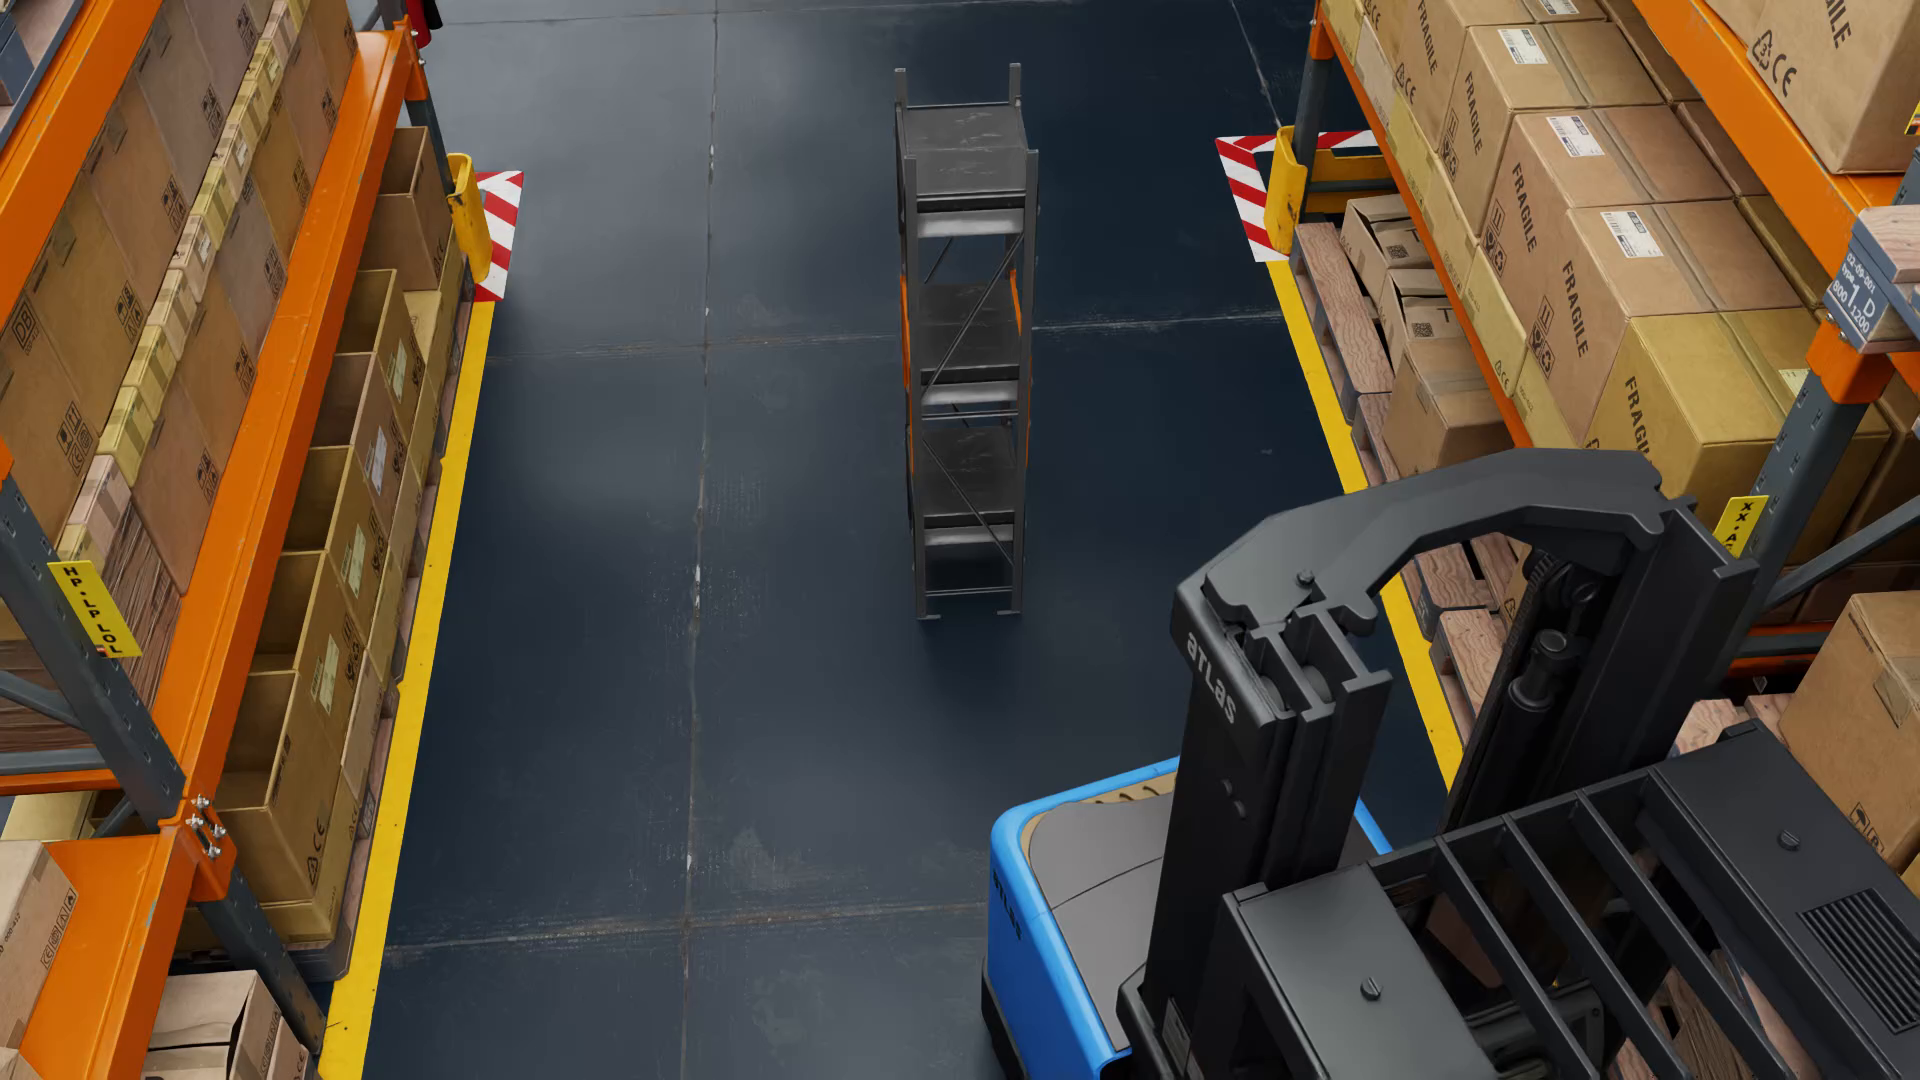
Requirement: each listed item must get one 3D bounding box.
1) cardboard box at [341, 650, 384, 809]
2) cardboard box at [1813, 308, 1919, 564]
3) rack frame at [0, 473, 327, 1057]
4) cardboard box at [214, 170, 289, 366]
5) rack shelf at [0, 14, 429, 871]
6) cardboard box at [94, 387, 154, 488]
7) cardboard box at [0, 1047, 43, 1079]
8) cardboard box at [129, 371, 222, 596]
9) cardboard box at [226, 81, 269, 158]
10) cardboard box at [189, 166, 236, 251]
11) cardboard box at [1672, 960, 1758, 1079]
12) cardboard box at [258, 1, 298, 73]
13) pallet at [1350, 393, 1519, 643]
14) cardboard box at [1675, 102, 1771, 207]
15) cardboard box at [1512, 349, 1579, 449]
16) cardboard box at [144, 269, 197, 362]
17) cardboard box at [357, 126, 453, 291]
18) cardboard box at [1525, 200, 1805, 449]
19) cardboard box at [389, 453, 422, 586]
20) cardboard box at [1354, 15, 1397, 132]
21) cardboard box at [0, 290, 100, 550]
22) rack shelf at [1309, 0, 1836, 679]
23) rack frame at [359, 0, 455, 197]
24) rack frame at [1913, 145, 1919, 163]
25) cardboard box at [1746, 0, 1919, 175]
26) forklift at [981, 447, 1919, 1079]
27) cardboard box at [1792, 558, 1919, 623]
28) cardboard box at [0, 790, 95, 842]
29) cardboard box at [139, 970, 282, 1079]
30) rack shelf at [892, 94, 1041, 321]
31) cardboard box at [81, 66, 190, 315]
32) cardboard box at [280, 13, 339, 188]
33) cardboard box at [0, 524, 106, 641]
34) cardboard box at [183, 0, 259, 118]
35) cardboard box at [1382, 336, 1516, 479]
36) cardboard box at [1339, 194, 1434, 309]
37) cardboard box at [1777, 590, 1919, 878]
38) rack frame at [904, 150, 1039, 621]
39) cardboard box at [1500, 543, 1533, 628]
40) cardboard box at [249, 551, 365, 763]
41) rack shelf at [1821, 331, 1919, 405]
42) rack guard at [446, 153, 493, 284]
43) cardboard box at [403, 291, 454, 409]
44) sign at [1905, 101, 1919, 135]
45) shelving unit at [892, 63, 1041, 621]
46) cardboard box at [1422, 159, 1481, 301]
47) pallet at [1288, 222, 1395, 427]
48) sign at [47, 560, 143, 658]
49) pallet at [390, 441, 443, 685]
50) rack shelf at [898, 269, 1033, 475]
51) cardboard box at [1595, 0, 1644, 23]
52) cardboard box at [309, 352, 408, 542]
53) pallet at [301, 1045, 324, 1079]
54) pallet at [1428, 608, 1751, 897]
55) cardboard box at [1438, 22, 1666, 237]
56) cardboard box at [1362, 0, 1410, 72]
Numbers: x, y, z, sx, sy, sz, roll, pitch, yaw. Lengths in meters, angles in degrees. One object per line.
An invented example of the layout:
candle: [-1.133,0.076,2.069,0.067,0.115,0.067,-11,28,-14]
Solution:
cardboard box: [-2.284,0.657,5.666,0.500,0.250,0.500,-3,47,-3]
cardboard box: [2.594,-0.297,4.539,0.500,0.500,0.500,-4,47,-4]
rack frame: [-2.511,0.572,4.142,1.000,3.000,0.127,-3,47,-3]
cardboard box: [-2.687,-0.898,5.465,0.700,0.500,0.500,-2,47,-2]
rack shelf: [-2.678,-0.627,5.774,1.077,0.370,4.000,-3,47,-3]
cardboard box: [-2.385,-0.260,4.414,0.380,0.149,0.250,-5,47,-4]
cardboard box: [-2.254,1.243,3.599,0.396,0.266,0.258,-5,47,-4]
cardboard box: [-2.605,-0.164,4.770,0.700,0.500,0.500,-4,47,-4]
cardboard box: [-2.514,-1.378,5.473,0.380,0.149,0.250,-2,47,-2]
cardboard box: [-2.473,-1.012,5.127,0.380,0.149,0.250,-4,47,-4]
cardboard box: [2.504,1.508,4.674,0.700,0.500,0.500,-2,47,-2]
cardboard box: [-2.560,-1.758,5.833,0.380,0.149,0.250,-3,47,-3]
pallet: [2.229,-0.141,6.738,1.003,0.211,1.213,-3,47,-3]
cardboard box: [2.518,-1.033,5.235,0.500,0.500,0.500,-2,47,-2]
cardboard box: [2.050,-0.372,5.126,0.500,0.250,0.500,-3,47,-3]
cardboard box: [-2.427,-0.630,4.765,0.380,0.149,0.250,-5,47,-5]
cardboard box: [-2.504,-1.409,7.106,0.500,0.500,0.500,-3,47,-3]
cardboard box: [2.030,-0.629,4.852,0.500,0.500,0.500,-4,47,-4]
cardboard box: [-2.369,-0.066,6.351,0.500,0.250,0.500,-3,47,-3]
cardboard box: [1.873,-1.834,6.510,0.500,0.250,0.500,-5,47,-5]
cardboard box: [-2.554,-0.229,3.938,0.700,0.500,0.500,-3,47,-3]
rack shelf: [2.258,-0.931,6.061,1.077,0.370,4.000,-3,47,-3]
rack frame: [-2.846,-2.322,6.883,1.000,3.000,0.127,-3,47,-3]
rack frame: [2.425,-1.794,2.252,1.000,3.000,0.127,-3,47,-3]
cardboard box: [2.137,-1.156,3.631,0.500,0.500,0.500,-2,47,-2]
forklift: [1.049,1.370,3.434,1.130,2.935,3.031,-15,48,-14]
cardboard box: [2.600,-0.040,4.811,0.500,0.250,0.500,-3,47,-3]
cardboard box: [-2.767,1.051,5.293,0.500,0.250,0.500,-3,47,-3]
cardboard box: [-2.191,1.456,4.523,0.500,0.311,0.500,-3,47,-3]
rack shelf: [0.014,-1.074,5.376,0.431,0.518,0.480,-3,47,-3]
cardboard box: [-2.639,-0.957,4.628,0.700,0.500,0.500,-4,47,-3]
cardboard box: [-2.770,-1.638,6.166,0.700,0.500,0.500,-2,47,-2]
cardboard box: [-2.340,0.109,4.066,0.380,0.149,0.250,-4,47,-3]
cardboard box: [-2.722,-1.681,5.313,0.700,0.500,0.500,-3,47,-3]
cardboard box: [2.118,-0.465,6.543,0.700,0.500,0.500,-6,47,-6]
cardboard box: [2.059,-1.346,7.508,0.500,0.311,0.500,-8,47,-8]
cardboard box: [2.434,0.453,3.883,0.700,0.500,0.500,-3,47,-3]
rack frame: [0.034,-0.426,5.707,0.400,2.100,0.015,-3,47,-3]
cardboard box: [2.299,0.228,5.886,0.500,0.500,0.500,-7,47,-6]
cardboard box: [-2.287,0.400,5.394,0.500,0.500,0.500,-3,47,-3]
rack shelf: [2.593,0.931,2.231,1.077,0.370,4.000,-3,47,-3]
rack guard: [-2.848,-1.480,7.807,1.175,0.500,0.348,-3,47,-3]
cardboard box: [-2.452,-0.790,7.036,0.500,0.250,0.500,-3,47,-3]
sign: [1.885,-0.902,3.116,0.100,0.325,0.005,-3,47,-3]
shelving unit: [0.014,-0.602,5.874,0.431,2.100,0.503,-3,47,-3]
cardboard box: [1.949,-1.099,5.814,0.500,0.250,0.500,-3,47,-3]
pallet: [2.130,-1.022,7.572,1.003,0.211,1.213,-3,47,-3]
sign: [-1.971,0.161,3.788,0.100,0.325,0.005,-3,47,-3]
pallet: [-2.641,0.068,6.540,1.003,0.211,1.213,-3,47,-3]
rack shelf: [0.014,-0.593,5.884,0.431,0.518,0.480,-3,47,-3]
cardboard box: [2.422,-1.772,5.935,0.500,0.500,0.500,-5,47,-4]
cardboard box: [-2.365,-0.324,6.079,0.500,0.500,0.500,-3,47,-3]
pallet: [-2.410,2.062,4.652,1.003,0.211,1.213,-3,47,-3]
pallet: [2.334,0.744,5.900,1.003,0.211,1.213,-3,47,-3]
cardboard box: [1.954,-1.370,5.554,0.500,0.500,0.500,-2,47,-2]
cardboard box: [1.862,-2.117,6.262,0.500,0.500,0.500,-3,47,-3]
